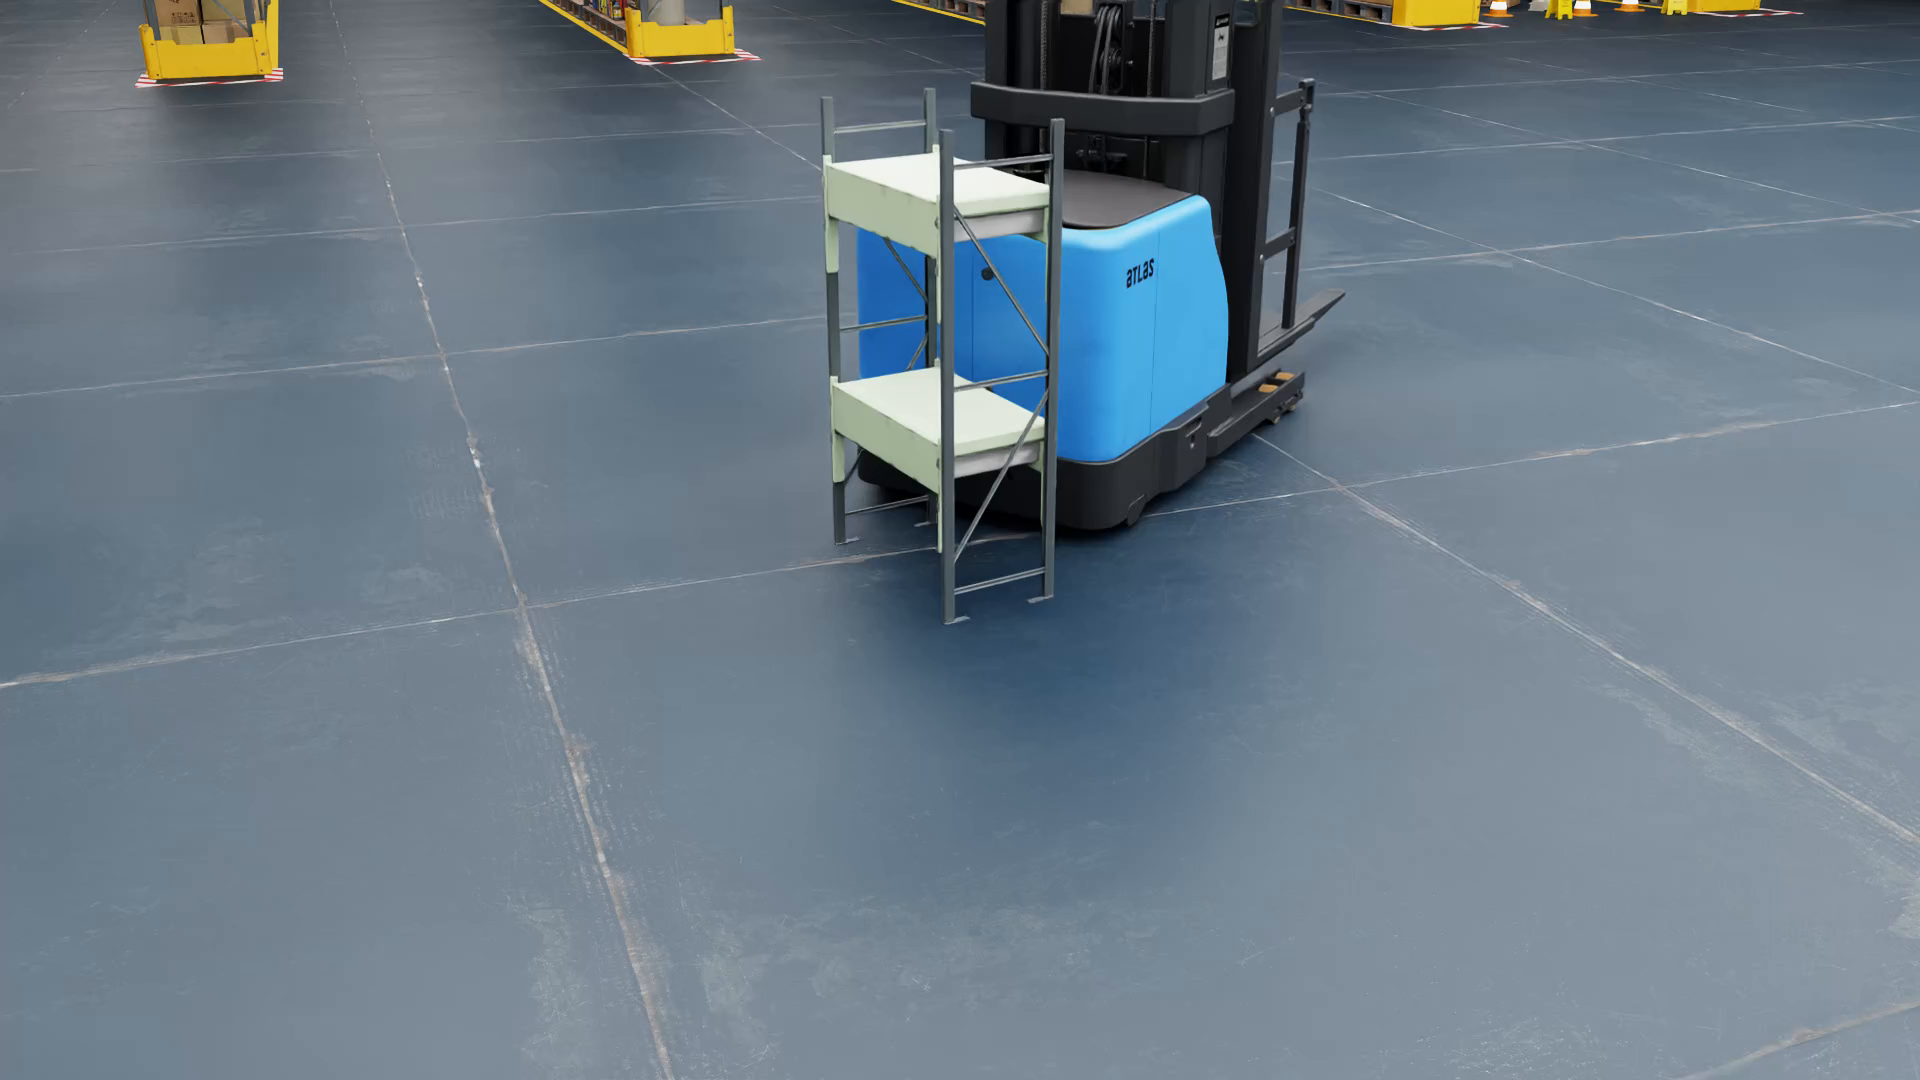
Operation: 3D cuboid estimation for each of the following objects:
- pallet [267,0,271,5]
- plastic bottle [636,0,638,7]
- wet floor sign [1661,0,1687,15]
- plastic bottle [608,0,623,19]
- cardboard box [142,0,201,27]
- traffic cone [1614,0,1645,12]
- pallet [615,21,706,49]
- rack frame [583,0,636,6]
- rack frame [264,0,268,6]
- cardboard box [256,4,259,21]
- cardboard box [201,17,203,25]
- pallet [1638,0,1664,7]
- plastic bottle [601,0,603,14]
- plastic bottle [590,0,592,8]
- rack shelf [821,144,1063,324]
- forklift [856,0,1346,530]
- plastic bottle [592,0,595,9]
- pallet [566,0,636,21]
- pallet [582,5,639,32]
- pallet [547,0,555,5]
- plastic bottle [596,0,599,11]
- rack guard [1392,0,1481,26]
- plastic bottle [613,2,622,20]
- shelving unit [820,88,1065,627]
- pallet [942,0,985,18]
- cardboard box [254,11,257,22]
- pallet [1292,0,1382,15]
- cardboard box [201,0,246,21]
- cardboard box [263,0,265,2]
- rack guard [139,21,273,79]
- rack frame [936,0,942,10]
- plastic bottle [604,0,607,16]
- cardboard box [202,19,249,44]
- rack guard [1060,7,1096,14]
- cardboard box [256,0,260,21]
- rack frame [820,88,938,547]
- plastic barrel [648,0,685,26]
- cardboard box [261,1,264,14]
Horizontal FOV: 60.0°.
[{"bbox_3d":[-10.765,-8.076,24.639,1.003,0.211,1.213,-8,24,-19],"label":"pallet"},{"bbox_3d":[-4.126,-7.077,21.523,0.144,0.351,0.185,-8,24,-19],"label":"plastic bottle"},{"bbox_3d":[9.896,-7.594,22.938,0.267,0.644,0.232,0,23,-1],"label":"wet floor sign"},{"bbox_3d":[-4.197,-6.506,20.264,0.152,0.276,0.135,-8,24,-19],"label":"plastic bottle"},{"bbox_3d":[-8.178,-5.604,17.217,0.500,0.500,0.500,-8,24,-19],"label":"cardboard box"},{"bbox_3d":[9.471,-7.705,23.436,0.336,0.463,0.334,-8,24,-19],"label":"traffic cone"},{"bbox_3d":[-3.428,-5.888,19.448,1.003,0.211,1.213,-8,24,-19],"label":"pallet"},{"bbox_3d":[-4.488,-8.309,21.602,1.000,3.000,0.127,-8,24,-19],"label":"rack frame"},{"bbox_3d":[-10.536,-9.084,23.441,1.000,3.000,0.127,-8,24,-19],"label":"rack frame"},{"bbox_3d":[-8.397,-6.056,19.256,0.500,0.250,0.500,-8,24,-19],"label":"cardboard box"},{"bbox_3d":[-8.364,-5.438,17.791,0.500,0.250,0.500,-8,24,-19],"label":"cardboard box"},{"bbox_3d":[10.549,-7.938,24.311,1.003,0.211,1.213,-8,24,-19],"label":"pallet"},{"bbox_3d":[-4.446,-6.698,20.815,0.097,0.201,0.097,0,23,0],"label":"plastic bottle"},{"bbox_3d":[-4.750,-7.010,21.555,0.097,0.201,0.097,0,23,0],"label":"plastic bottle"},{"bbox_3d":[-0.067,-0.949,5.066,0.431,0.370,0.720,-13,26,-28],"label":"rack shelf"},{"bbox_3d":[0.806,-1.912,6.514,1.130,2.935,3.031,13,26,28],"label":"forklift"},{"bbox_3d":[-4.646,-6.967,21.359,0.152,0.276,0.135,-7,24,-17],"label":"plastic bottle"},{"bbox_3d":[-4.802,-7.304,22.808,1.003,0.211,1.213,-8,24,-19],"label":"pallet"},{"bbox_3d":[-4.290,-6.775,21.551,1.003,0.211,1.213,-8,24,-19],"label":"pallet"},{"bbox_3d":[-5.664,-8.191,24.912,1.003,0.211,1.213,-8,24,-19],"label":"pallet"},{"bbox_3d":[-4.524,-6.873,21.038,0.144,0.351,0.185,-9,25,-21],"label":"plastic bottle"},{"bbox_3d":[6.243,-7.019,21.759,1.175,0.500,0.348,-8,24,-19],"label":"rack guard"},{"bbox_3d":[-4.134,-6.376,20.053,0.097,0.201,0.097,0,23,0],"label":"plastic bottle"},{"bbox_3d":[-0.067,-0.589,5.218,0.431,1.500,0.755,-13,26,-28],"label":"shelving unit"},{"bbox_3d":[0.416,-7.465,23.189,1.003,0.211,1.213,-8,24,-19],"label":"pallet"},{"bbox_3d":[-8.048,-5.692,18.393,0.500,0.250,0.500,-8,24,-19],"label":"cardboard box"},{"bbox_3d":[5.452,-7.617,23.549,1.003,0.211,1.213,-8,24,-19],"label":"pallet"},{"bbox_3d":[-7.870,-5.856,17.817,0.500,0.500,0.500,-8,24,-19],"label":"cardboard box"},{"bbox_3d":[-9.578,-7.297,22.200,0.500,0.250,0.500,-8,24,-18],"label":"cardboard box"},{"bbox_3d":[-7.702,-5.017,17.010,1.175,0.500,0.348,-8,24,-19],"label":"rack guard"},{"bbox_3d":[0.146,-8.989,23.215,1.000,3.000,0.127,-8,24,-19],"label":"rack frame"},{"bbox_3d":[-4.308,-6.650,20.511,0.144,0.351,0.185,-7,24,-17],"label":"plastic bottle"},{"bbox_3d":[-7.691,-5.329,17.532,0.500,0.250,0.500,-8,24,-19],"label":"cardboard box"},{"bbox_3d":[1.532,-6.411,20.317,1.175,0.500,0.348,-8,24,-19],"label":"rack guard"},{"bbox_3d":[-8.755,-6.419,20.117,0.500,0.250,0.500,-8,24,-19],"label":"cardboard box"},{"bbox_3d":[-0.255,-0.712,5.507,0.400,1.500,0.023,-13,26,-28],"label":"rack frame"},{"bbox_3d":[-3.379,-6.132,19.098,0.421,0.512,0.421,0,23,0],"label":"plastic barrel"},{"bbox_3d":[-9.034,-6.738,20.874,0.500,0.250,0.500,-9,24,-20],"label":"cardboard box"}]
